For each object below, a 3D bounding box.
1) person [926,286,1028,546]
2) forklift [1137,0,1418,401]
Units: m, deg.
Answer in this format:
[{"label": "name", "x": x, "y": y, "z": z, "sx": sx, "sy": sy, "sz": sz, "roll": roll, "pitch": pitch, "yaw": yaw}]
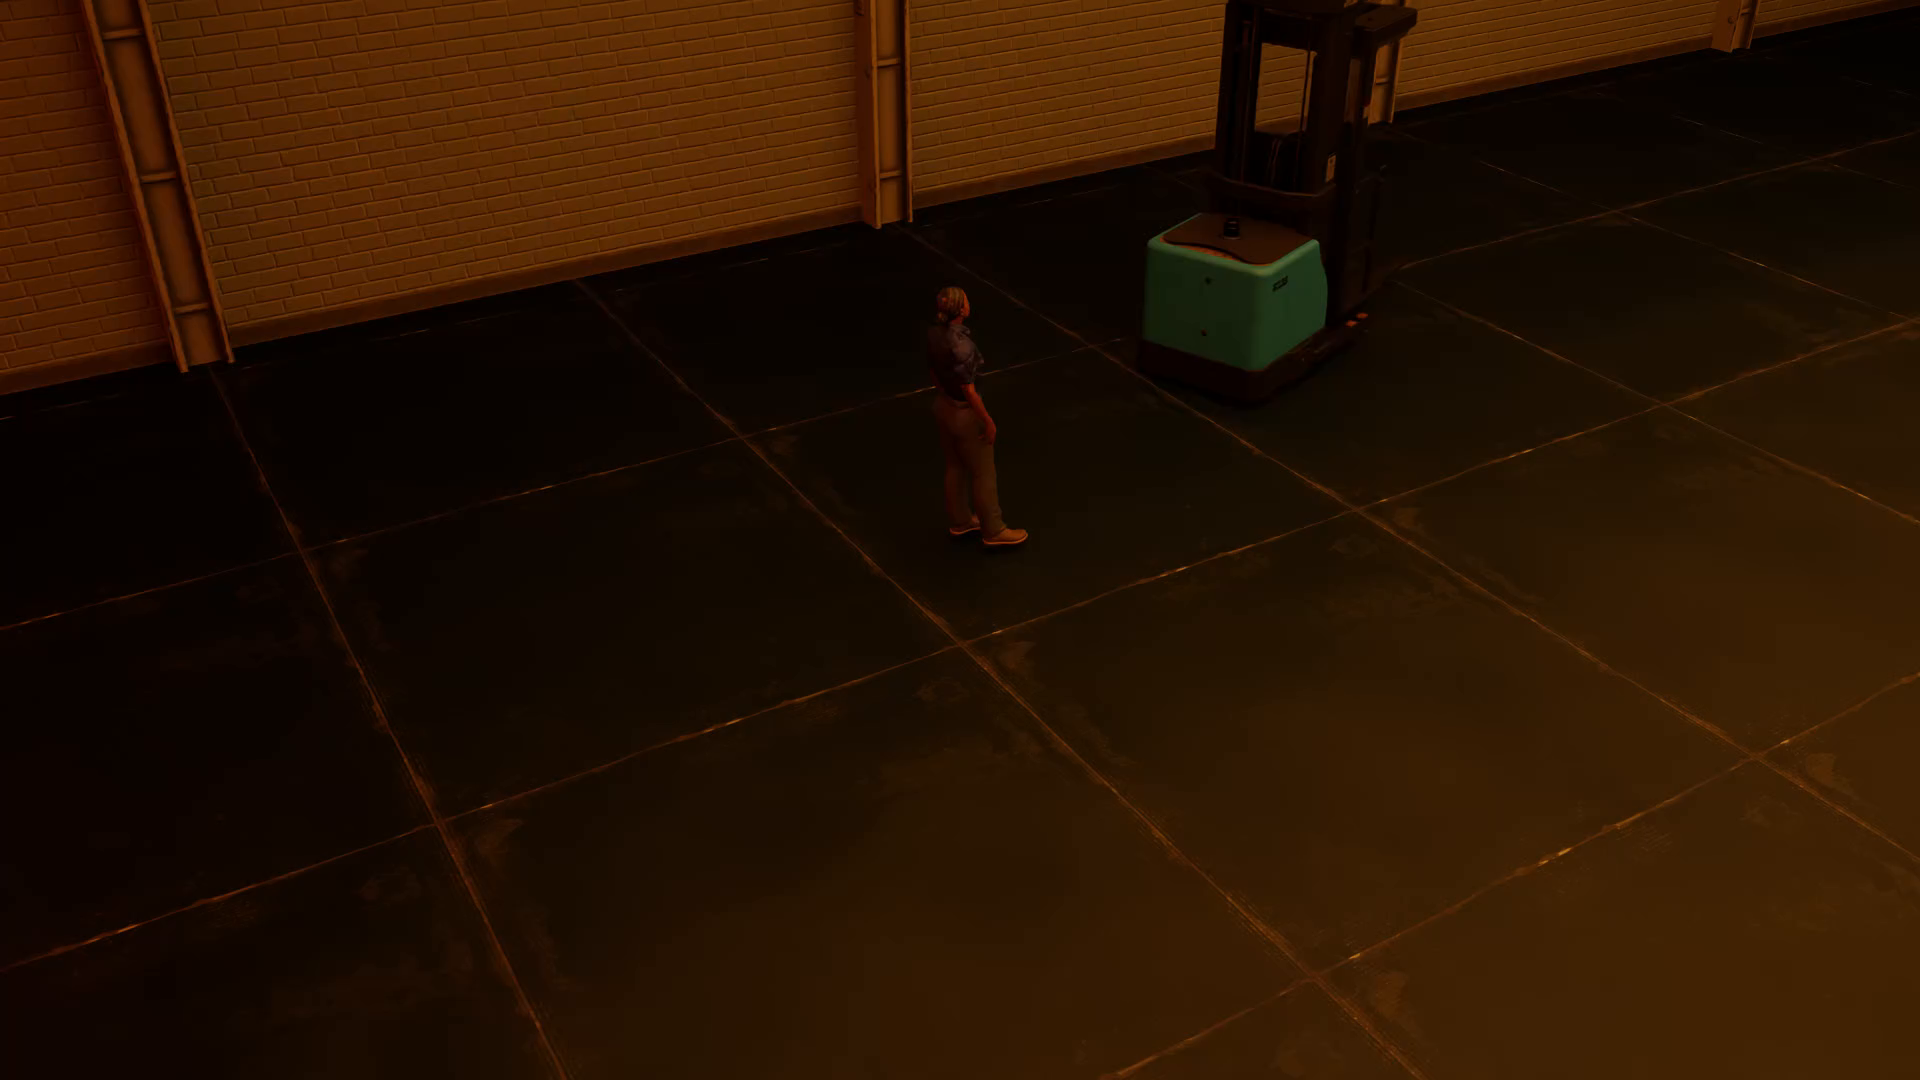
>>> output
[{"label": "person", "x": 0.085, "y": -0.764, "z": 10.075, "sx": 0.504, "sy": 1.654, "sz": 0.569, "roll": -17, "pitch": 35, "yaw": -26}, {"label": "forklift", "x": 2.634, "y": -2.958, "z": 12.586, "sx": 1.130, "sy": 2.935, "sz": 3.031, "roll": 21, "pitch": 37, "yaw": 31}]
